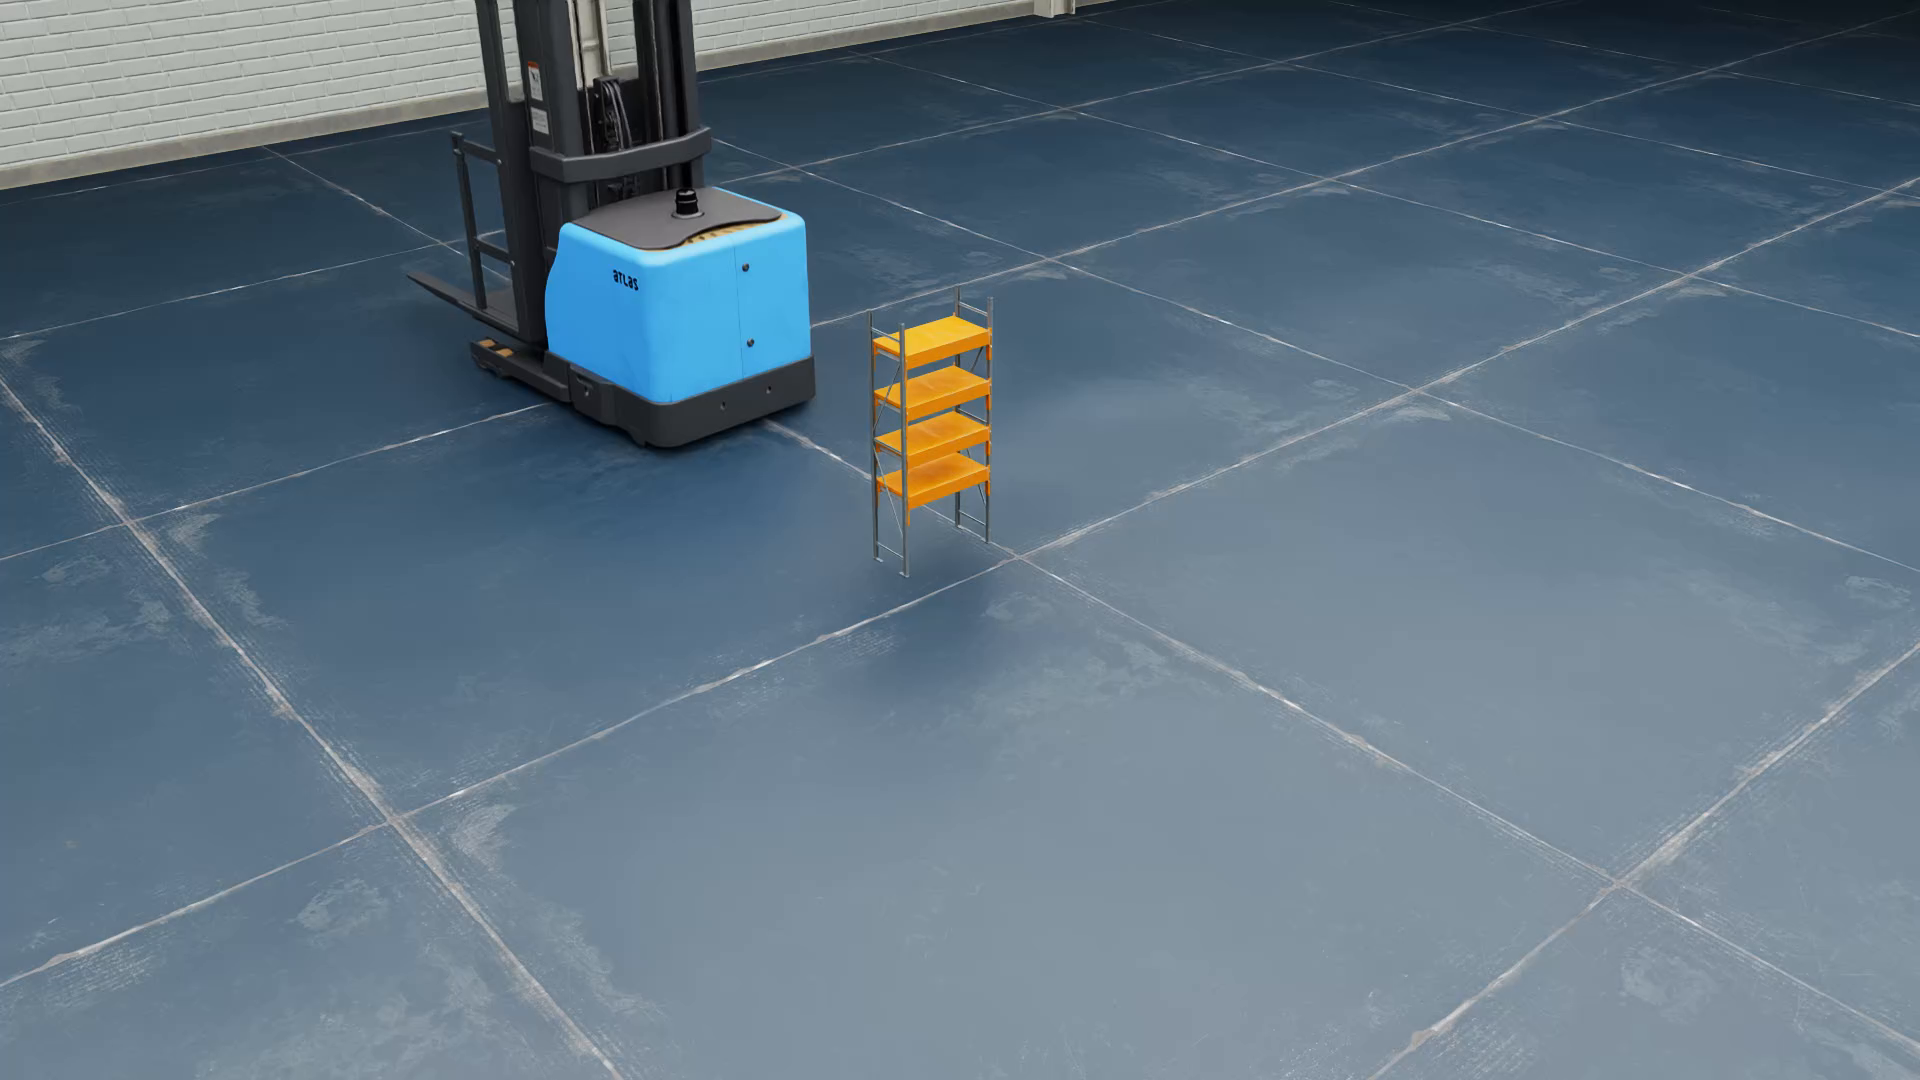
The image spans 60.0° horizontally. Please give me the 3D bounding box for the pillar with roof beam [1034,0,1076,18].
[{"bbox_3d":[3.865,-8.440,13.996,0.400,9.000,9.100,-22,35,-35],"label":"pillar with roof beam"}]

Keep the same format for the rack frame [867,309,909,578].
[{"bbox_3d":[-0.312,-0.404,7.233,0.015,1.200,0.240,-22,35,-35],"label":"rack frame"}]

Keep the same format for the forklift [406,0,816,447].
[{"bbox_3d":[-2.175,-2.365,9.065,1.130,2.935,3.031,-25,37,-38],"label":"forklift"}]

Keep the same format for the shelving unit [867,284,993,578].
[{"bbox_3d":[-0.126,-0.479,7.372,0.503,1.200,0.258,-22,35,-35],"label":"shelving unit"}]

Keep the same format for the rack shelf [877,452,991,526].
[{"bbox_3d":[-0.126,-0.244,7.498,0.480,0.148,0.258,-22,35,-35],"label":"rack shelf"}]

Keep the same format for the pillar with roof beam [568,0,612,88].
[{"bbox_3d":[-0.700,-6.605,10.562,0.400,9.000,9.100,-22,35,-35],"label":"pillar with roof beam"}]

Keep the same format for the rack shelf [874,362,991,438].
[{"bbox_3d":[-0.126,-0.616,7.299,0.480,0.148,0.258,-22,35,-35],"label":"rack shelf"}]

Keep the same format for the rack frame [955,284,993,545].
[{"bbox_3d":[0.060,-0.553,7.512,0.015,1.200,0.240,-22,35,-35],"label":"rack frame"}]

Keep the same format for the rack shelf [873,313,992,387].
[{"bbox_3d":[-0.126,-0.825,7.187,0.480,0.148,0.258,-22,35,-35],"label":"rack shelf"}]

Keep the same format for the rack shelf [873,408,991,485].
[{"bbox_3d":[-0.126,-0.419,7.404,0.480,0.148,0.258,-22,35,-35],"label":"rack shelf"}]
